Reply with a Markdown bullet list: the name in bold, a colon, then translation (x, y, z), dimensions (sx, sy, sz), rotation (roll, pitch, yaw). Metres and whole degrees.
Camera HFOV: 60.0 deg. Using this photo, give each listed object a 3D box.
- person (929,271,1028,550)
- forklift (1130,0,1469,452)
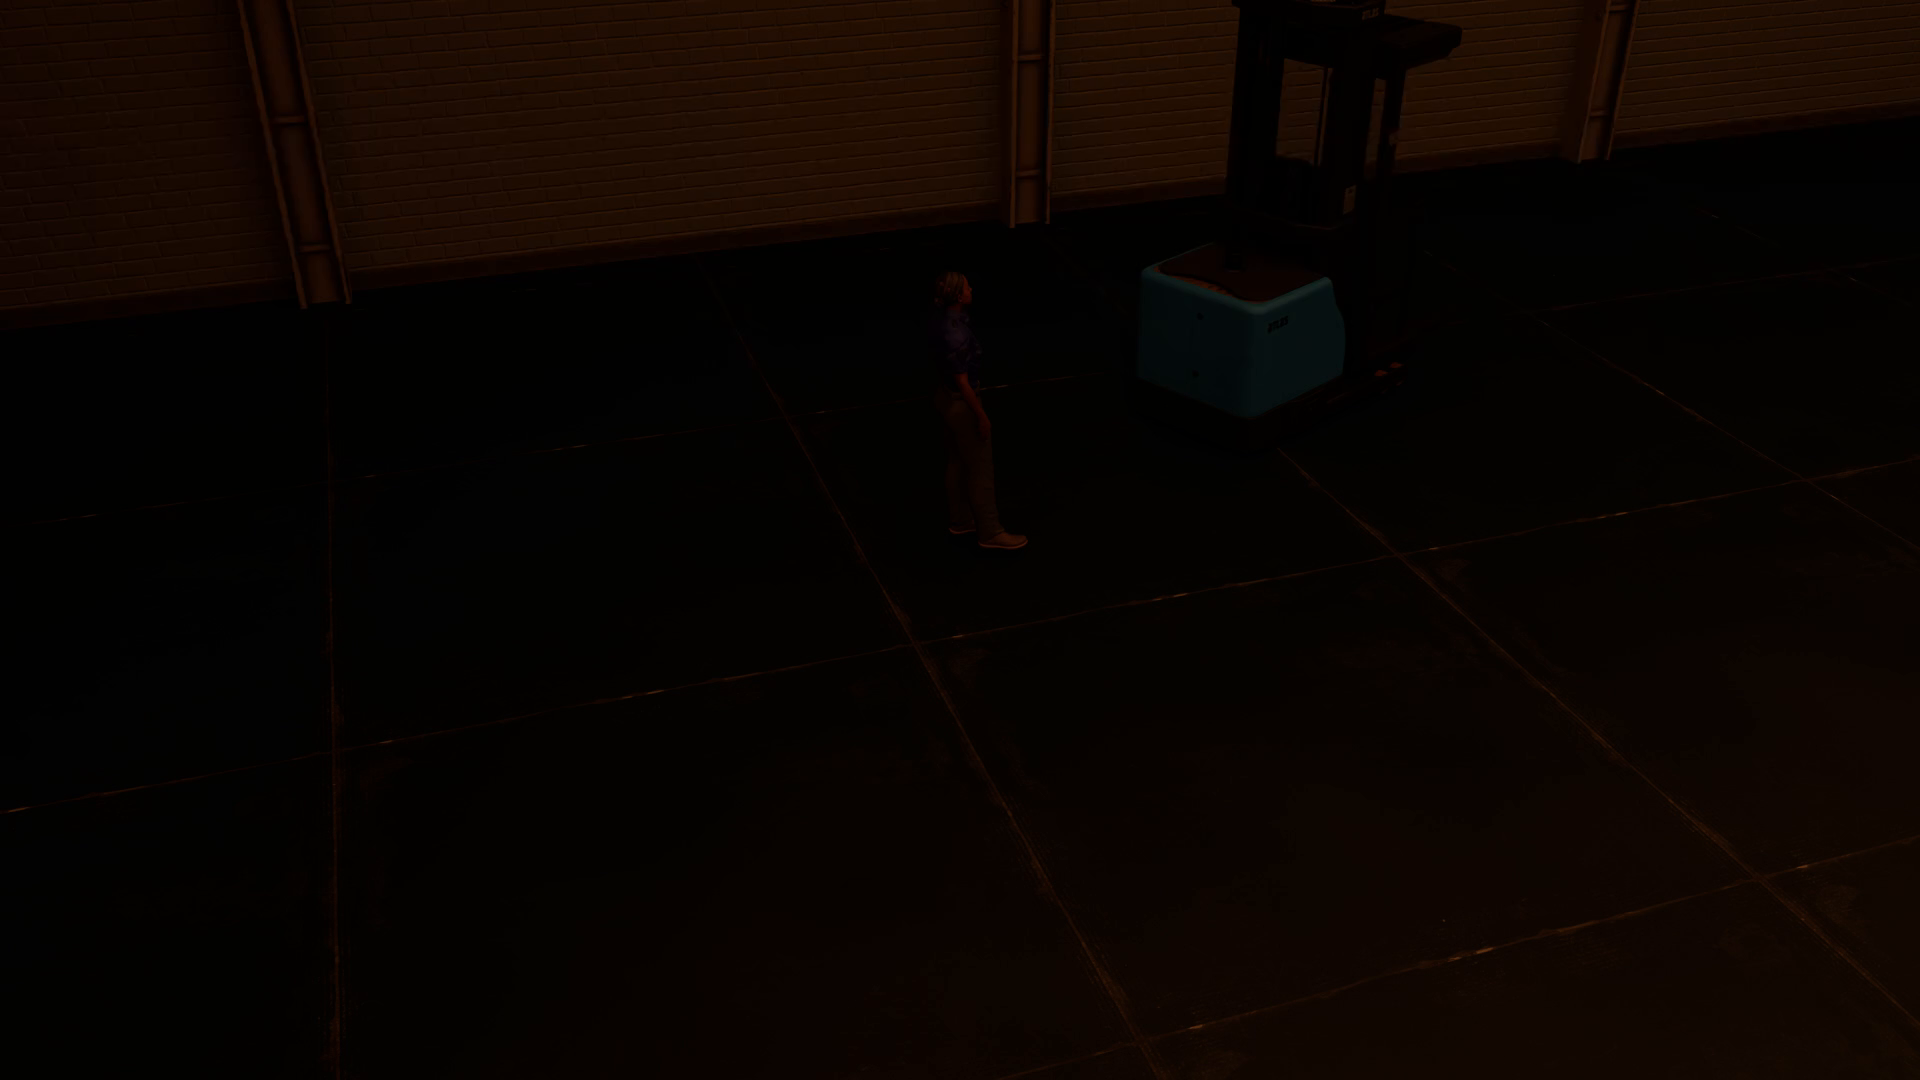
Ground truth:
- **person**: translation (0.089, -0.763, 9.598), dimensions (0.503, 1.655, 0.570), rotation (-10, 31, -16)
- **forklift**: translation (2.582, -2.476, 11.390), dimensions (3.031, 2.935, 1.130), rotation (-26, 39, -37)
